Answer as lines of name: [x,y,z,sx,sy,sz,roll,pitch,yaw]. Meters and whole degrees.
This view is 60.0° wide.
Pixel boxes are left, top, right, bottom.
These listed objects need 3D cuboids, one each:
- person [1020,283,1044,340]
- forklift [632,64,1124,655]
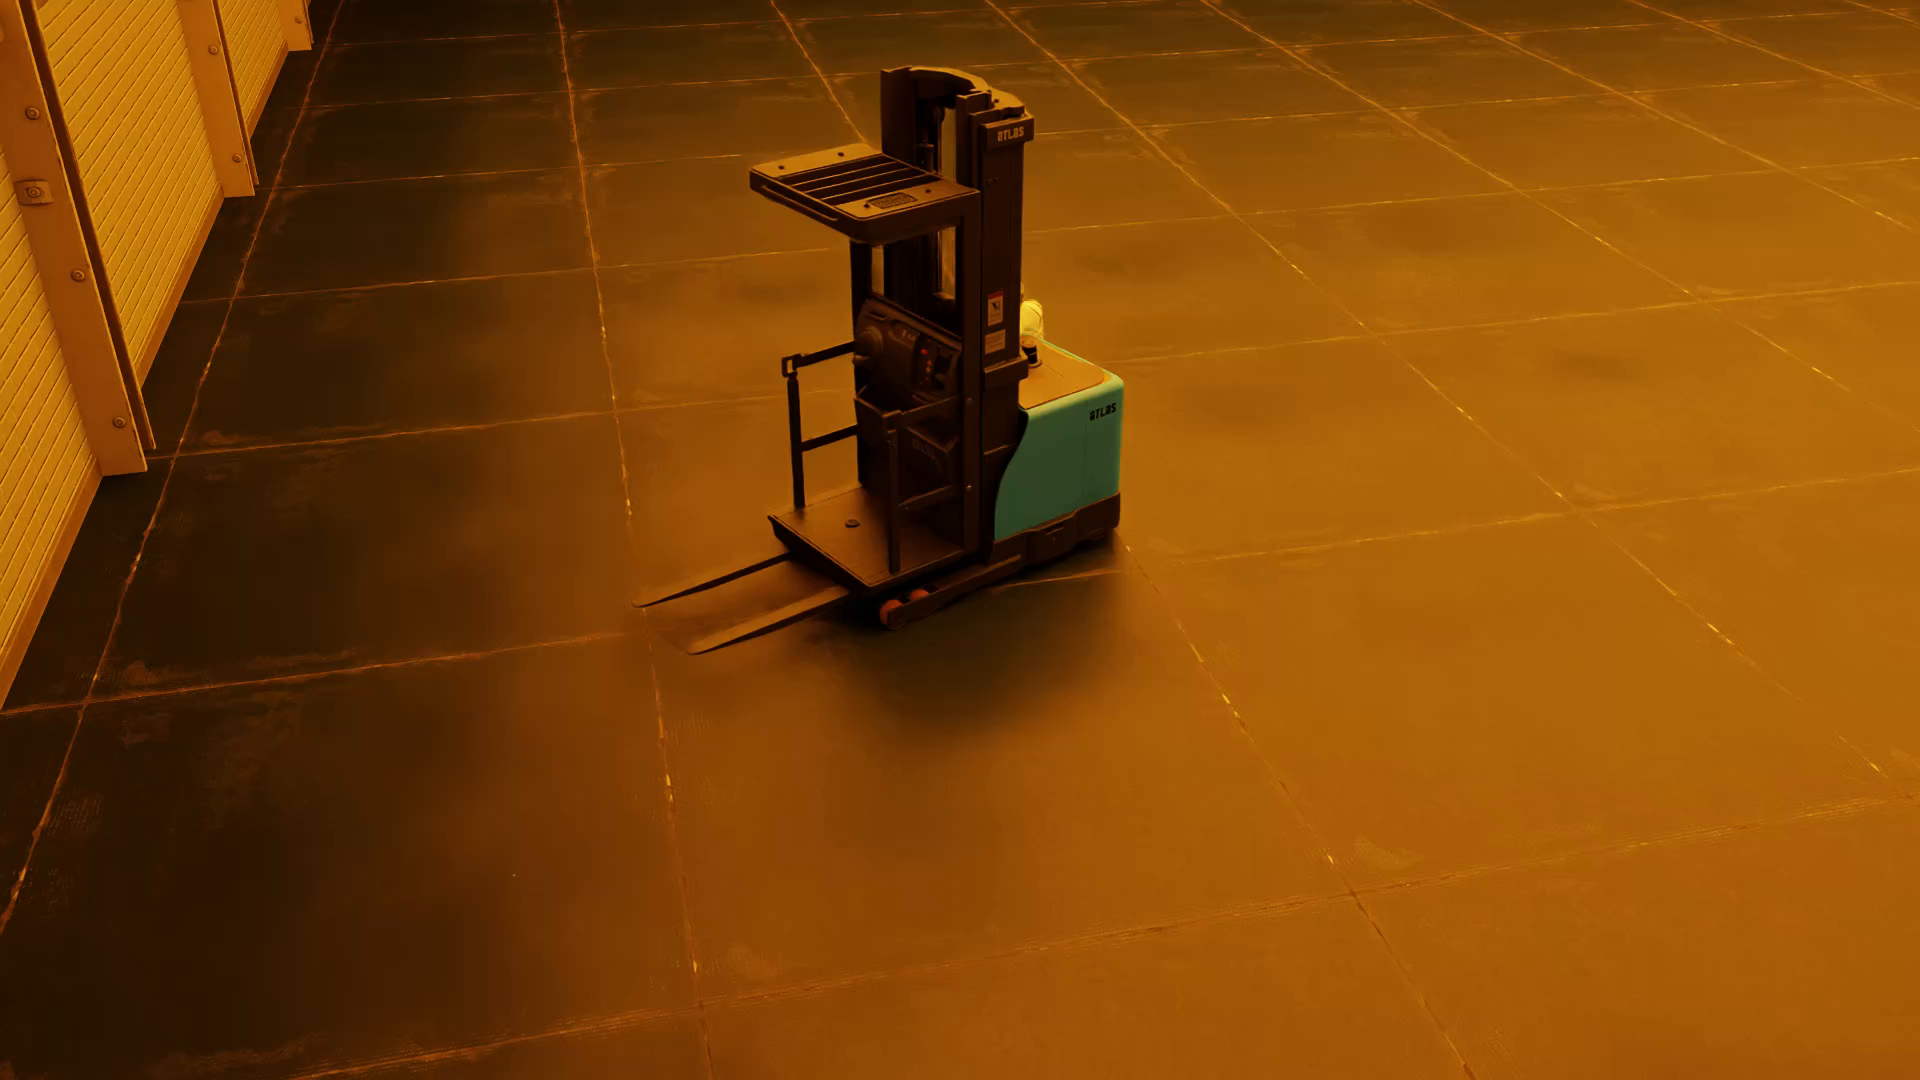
person: [0.316,-1.028,10.911,0.611,1.434,0.891,-5,30,-9]
forklift: [-0.467,-1.053,9.393,3.031,2.935,1.130,-21,36,-32]
